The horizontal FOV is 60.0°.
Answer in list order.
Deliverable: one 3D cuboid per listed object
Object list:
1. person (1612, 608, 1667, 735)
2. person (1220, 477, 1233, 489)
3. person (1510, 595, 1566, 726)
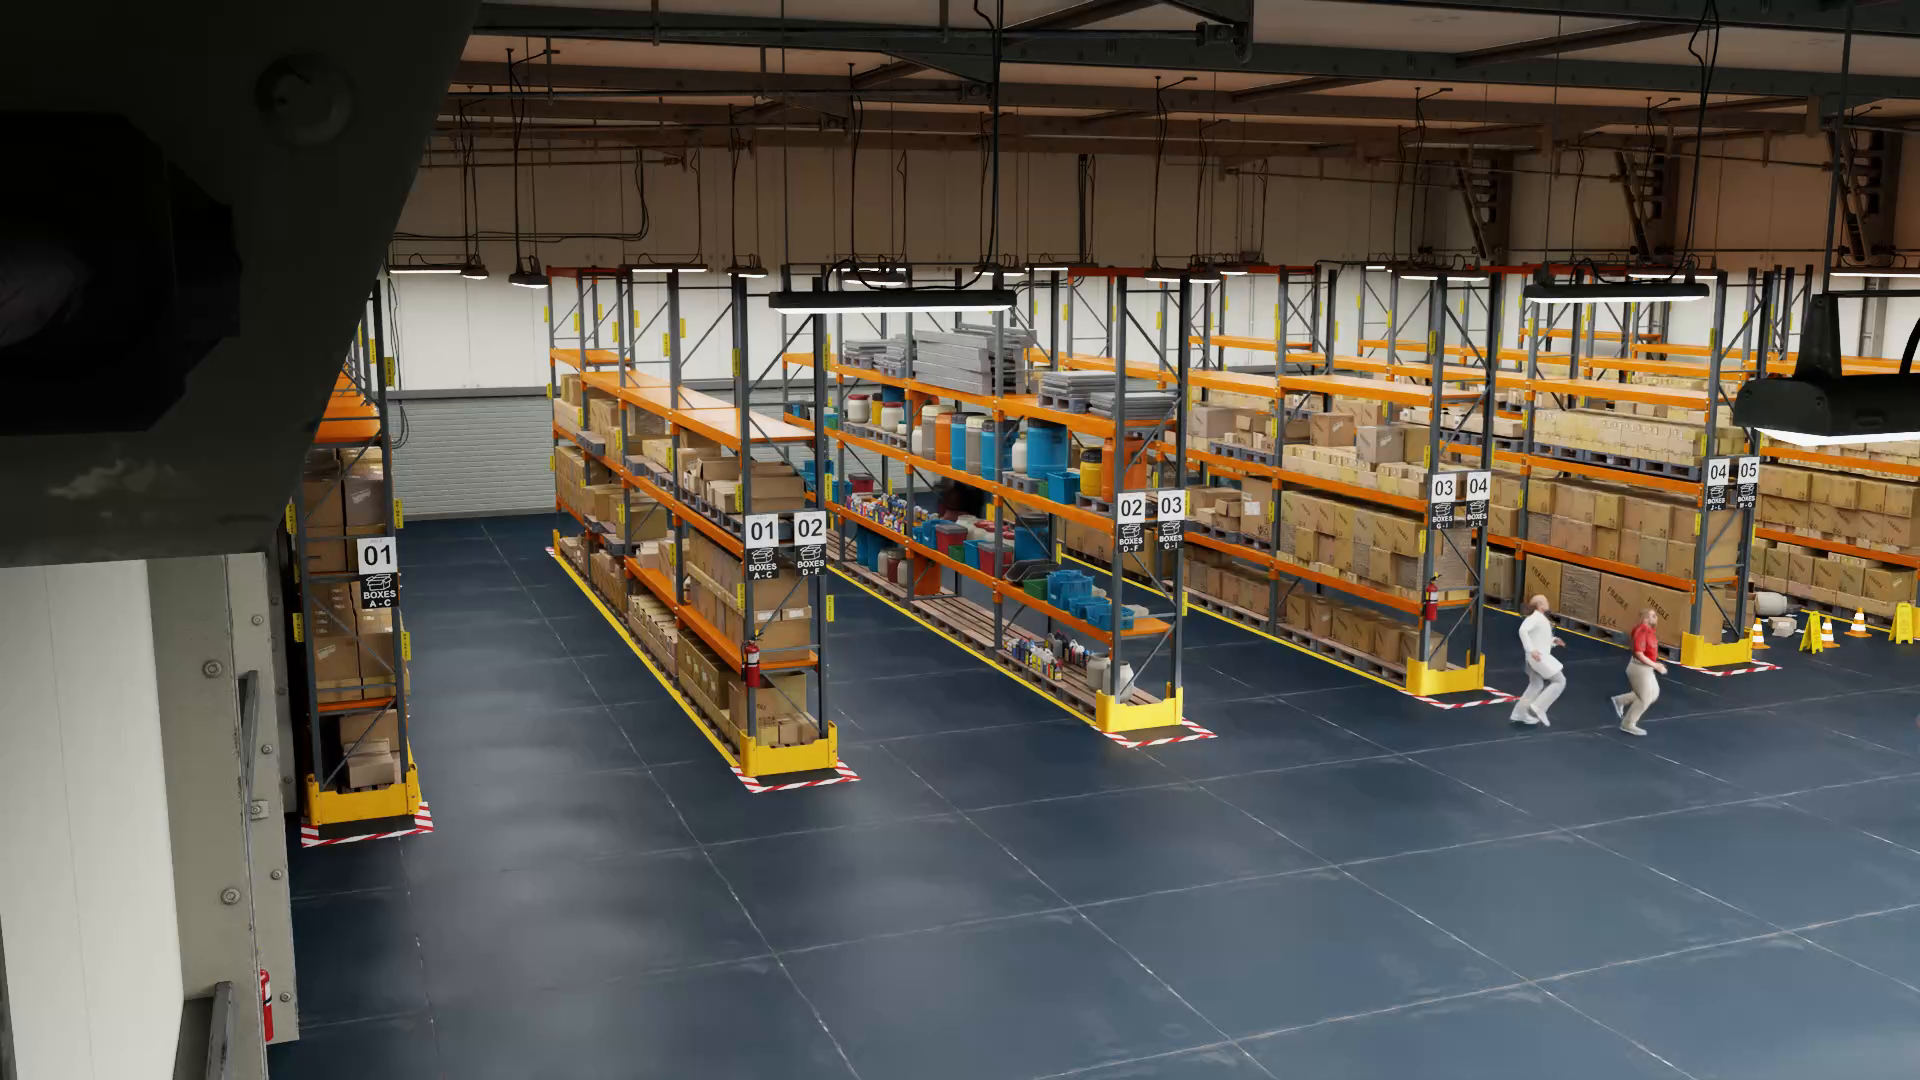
[{"bbox_3d":[9.005,1.722,21.977,0.645,1.691,0.684,5,11,25],"label":"person"},{"bbox_3d":[6.710,-1.818,42.007,0.719,1.789,0.701,-4,11,-21],"label":"person"},{"bbox_3d":[7.800,1.604,22.396,0.678,1.737,0.720,2,10,11],"label":"person"}]
